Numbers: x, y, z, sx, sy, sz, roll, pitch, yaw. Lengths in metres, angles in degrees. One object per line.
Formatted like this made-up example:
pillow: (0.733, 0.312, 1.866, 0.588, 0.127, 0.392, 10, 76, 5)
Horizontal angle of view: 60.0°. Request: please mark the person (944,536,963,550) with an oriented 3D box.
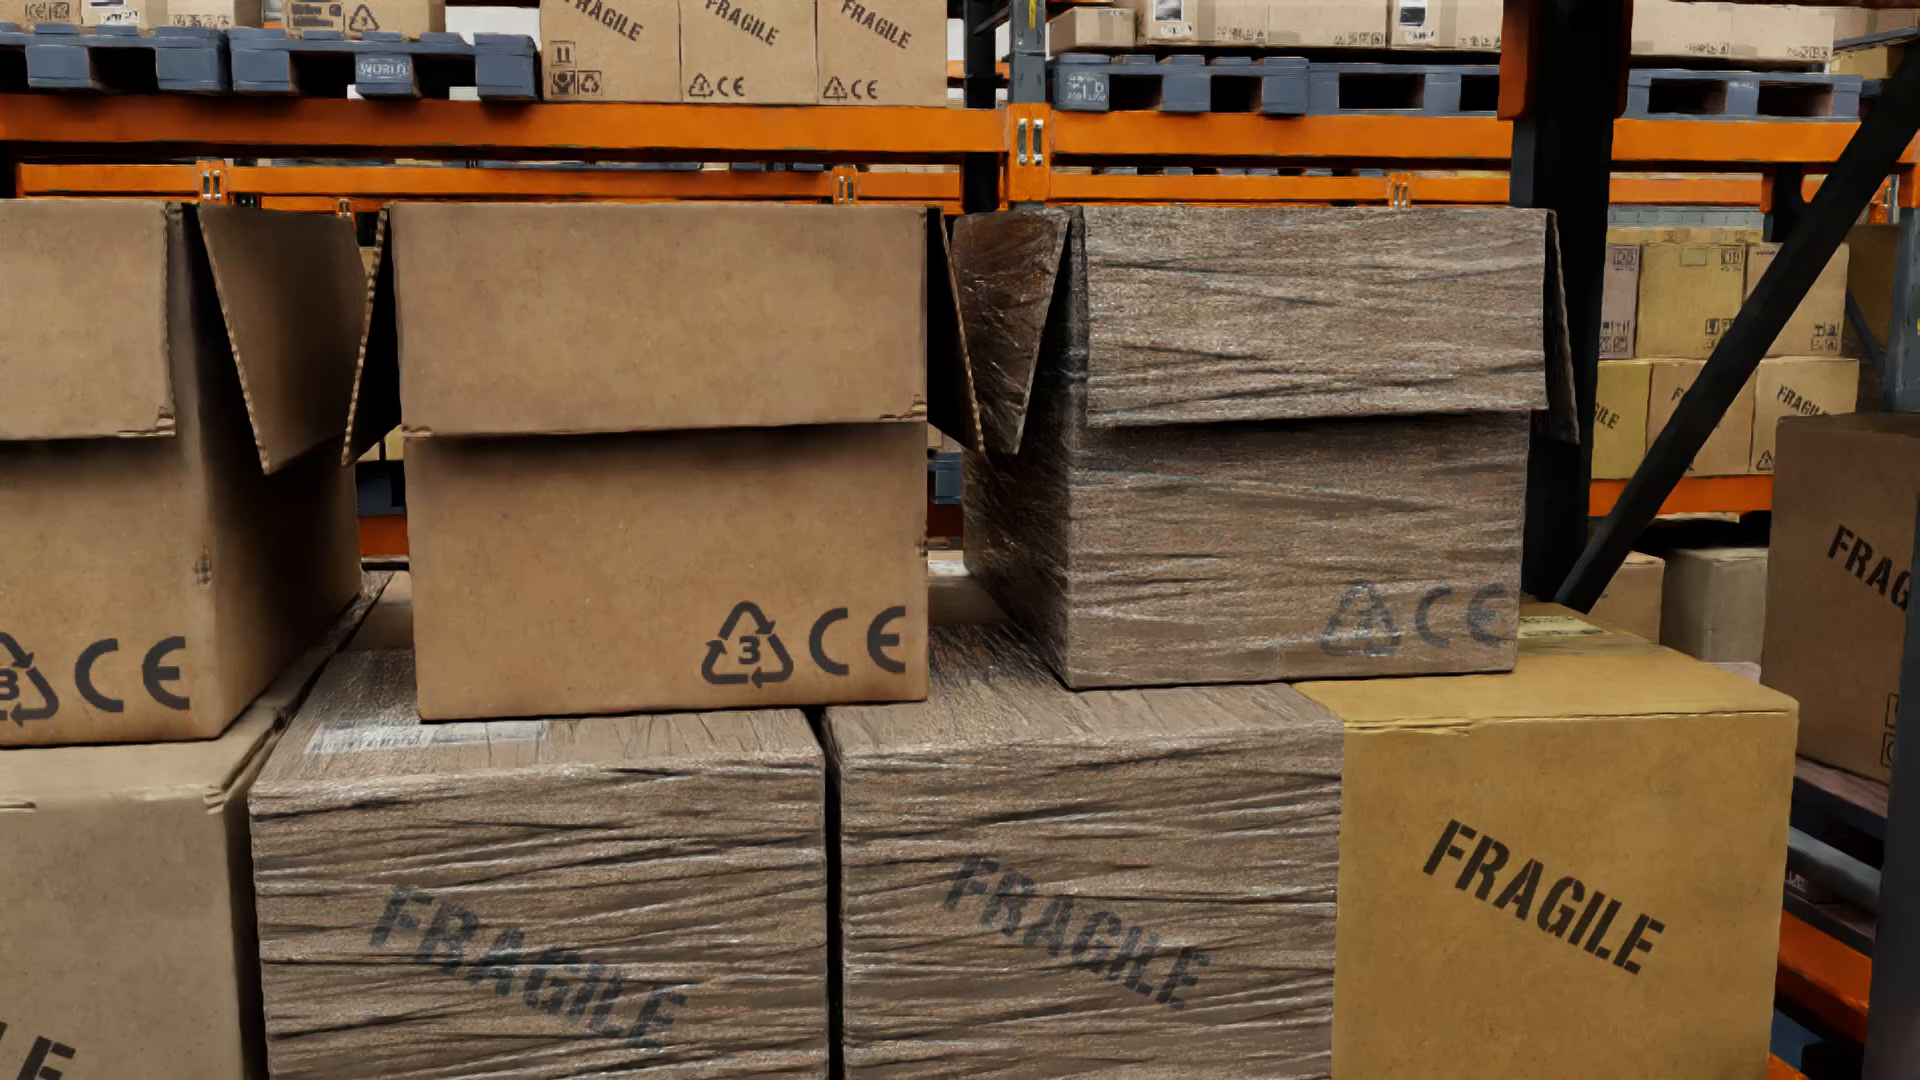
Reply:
person: (0.103, -0.095, 8.951, 0.553, 1.653, 0.563, 9, 13, 43)
